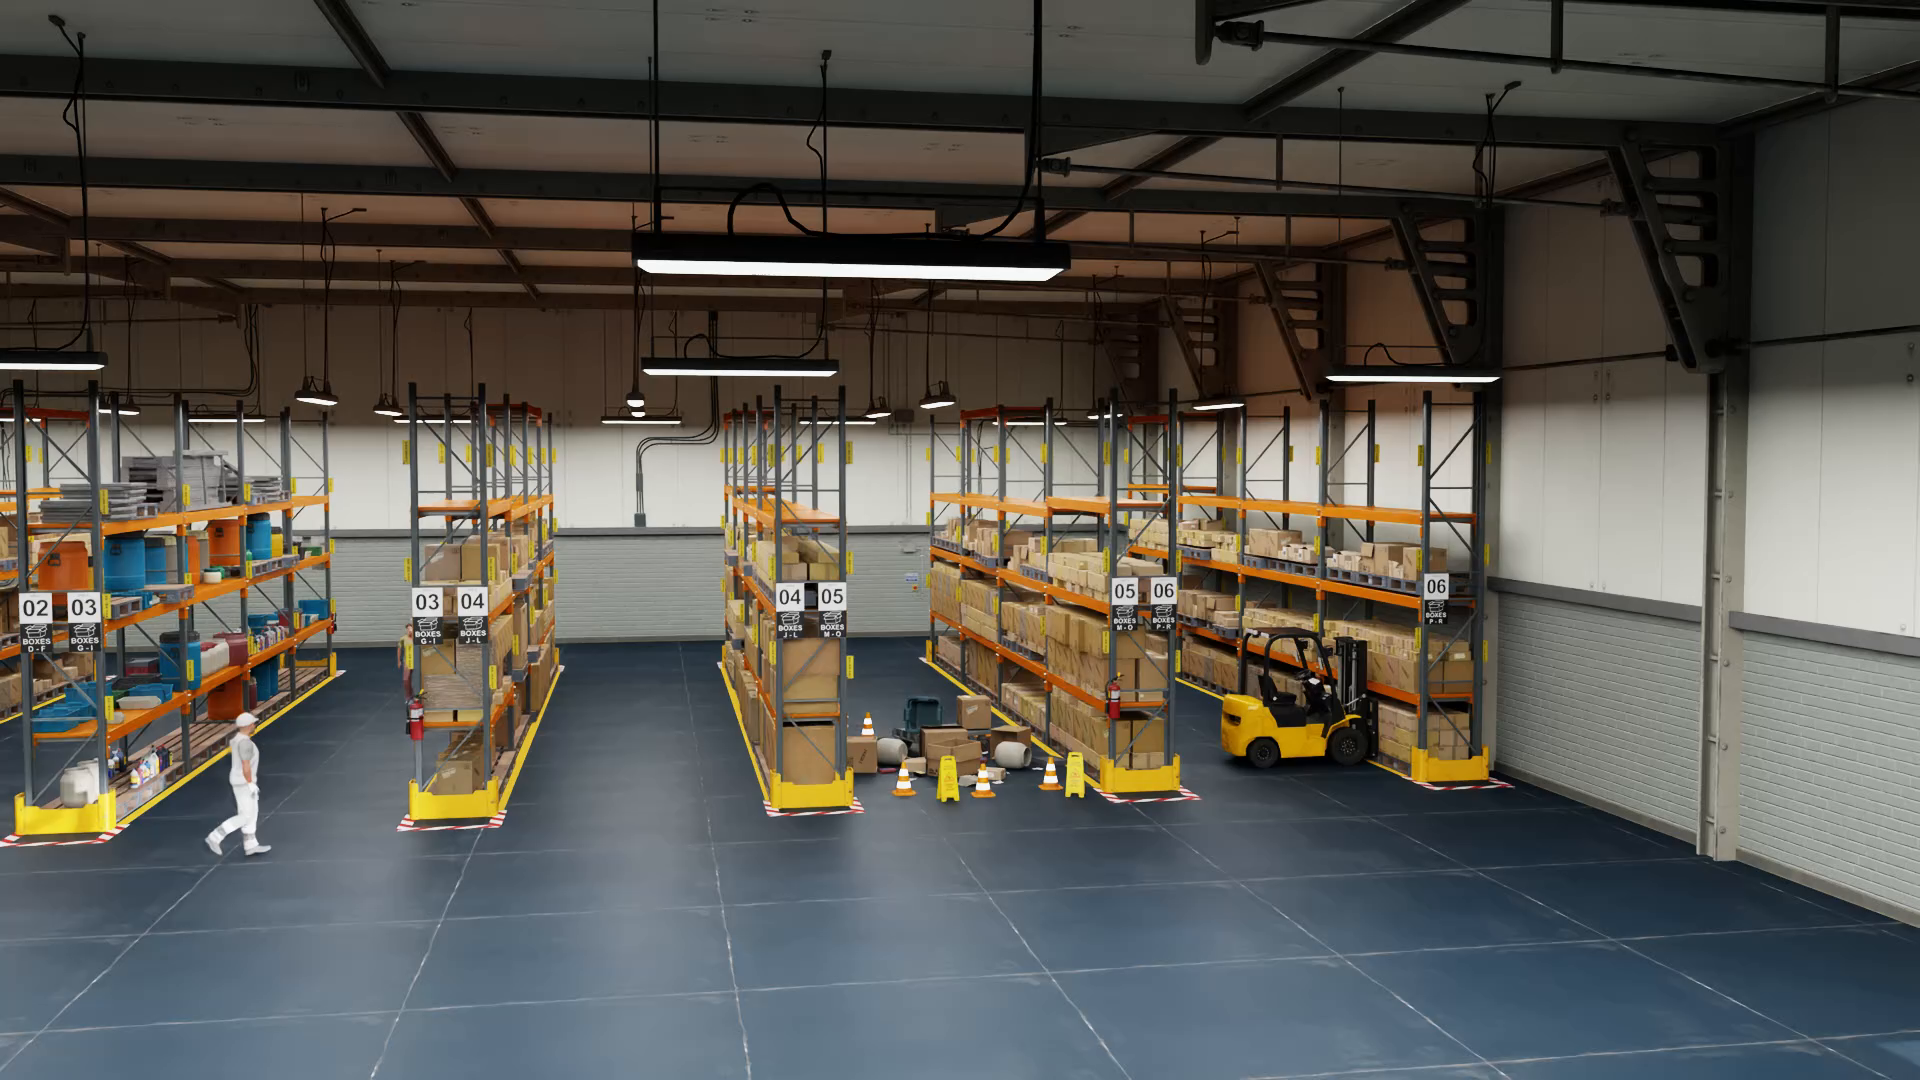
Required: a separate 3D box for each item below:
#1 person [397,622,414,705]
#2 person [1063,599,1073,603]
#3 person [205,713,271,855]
[{"bbox_3d":[-11.103,2.481,33.673,0.545,1.657,0.603,-1,3,-13],"label":"person"},{"bbox_3d":[2.646,2.060,40.776,1.061,1.710,0.532,1,3,18],"label":"person"},{"bbox_3d":[-8.995,3.049,20.687,0.759,1.787,0.545,-1,3,-25],"label":"person"}]
